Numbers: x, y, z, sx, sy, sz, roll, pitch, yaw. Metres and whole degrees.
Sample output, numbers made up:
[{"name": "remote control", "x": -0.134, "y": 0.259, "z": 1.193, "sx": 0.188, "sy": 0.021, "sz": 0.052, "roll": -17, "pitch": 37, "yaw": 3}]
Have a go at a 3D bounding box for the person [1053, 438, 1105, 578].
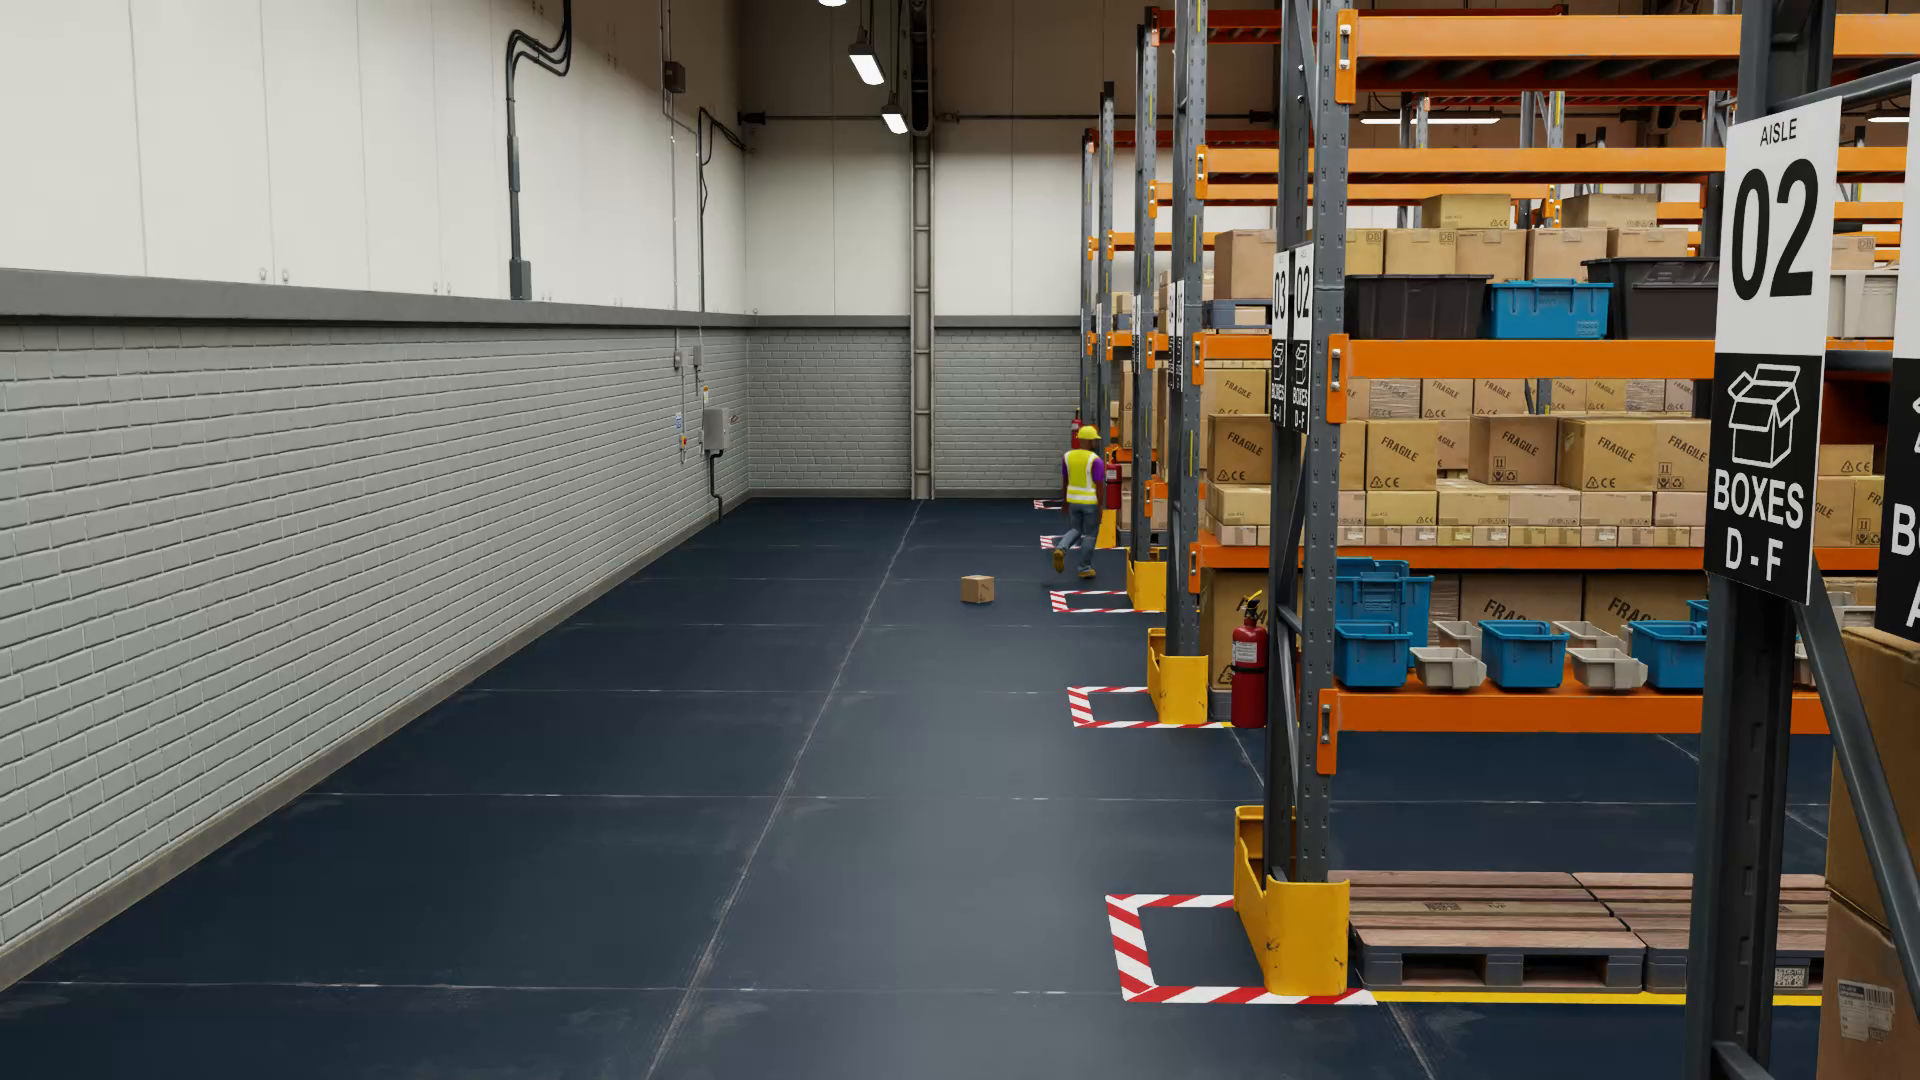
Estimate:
[{"name": "person", "x": 1.407, "y": -0.411, "z": 18.964, "sx": 0.613, "sy": 1.707, "sz": 0.622, "roll": 5, "pitch": 9, "yaw": 36}]
